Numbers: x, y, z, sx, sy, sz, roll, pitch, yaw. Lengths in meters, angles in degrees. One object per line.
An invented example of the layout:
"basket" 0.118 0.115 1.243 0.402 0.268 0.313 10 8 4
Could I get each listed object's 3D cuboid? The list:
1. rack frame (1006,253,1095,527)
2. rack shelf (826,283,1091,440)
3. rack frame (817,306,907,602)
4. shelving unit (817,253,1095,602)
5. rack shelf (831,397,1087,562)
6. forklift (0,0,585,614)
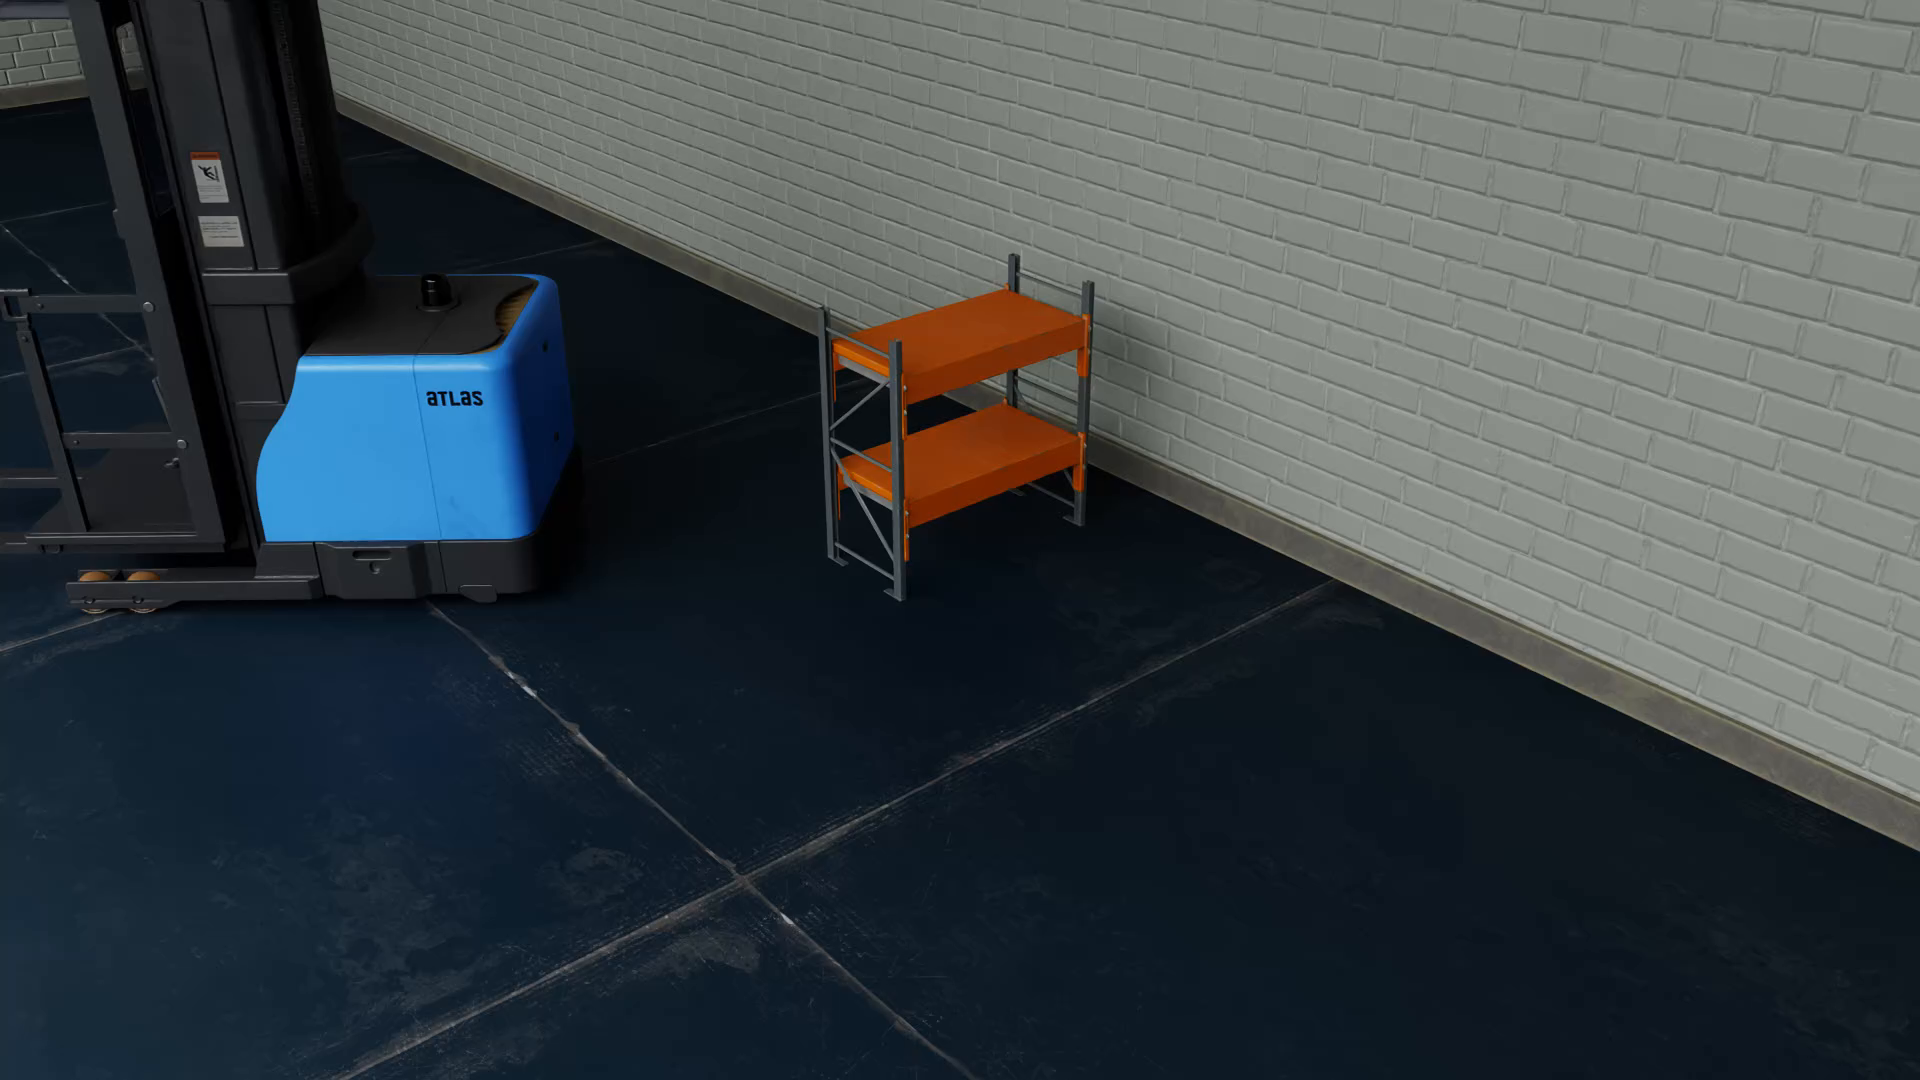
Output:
"rack frame" 0.382 -0.650 7.272 0.032 1.125 0.500 -22 35 -35
"rack shelf" -0.005 -0.752 6.843 1.000 0.278 0.538 -22 35 -35
"rack frame" -0.392 -0.339 6.690 0.032 1.125 0.500 -22 35 -35
"shelving unit" -0.005 -0.494 6.981 1.048 1.125 0.538 -22 35 -35
"rack shelf" -0.005 -0.278 7.096 1.000 0.278 0.538 -22 35 -35
"forklift" -3.207 -1.248 6.476 3.031 2.935 1.130 -1 28 -1
